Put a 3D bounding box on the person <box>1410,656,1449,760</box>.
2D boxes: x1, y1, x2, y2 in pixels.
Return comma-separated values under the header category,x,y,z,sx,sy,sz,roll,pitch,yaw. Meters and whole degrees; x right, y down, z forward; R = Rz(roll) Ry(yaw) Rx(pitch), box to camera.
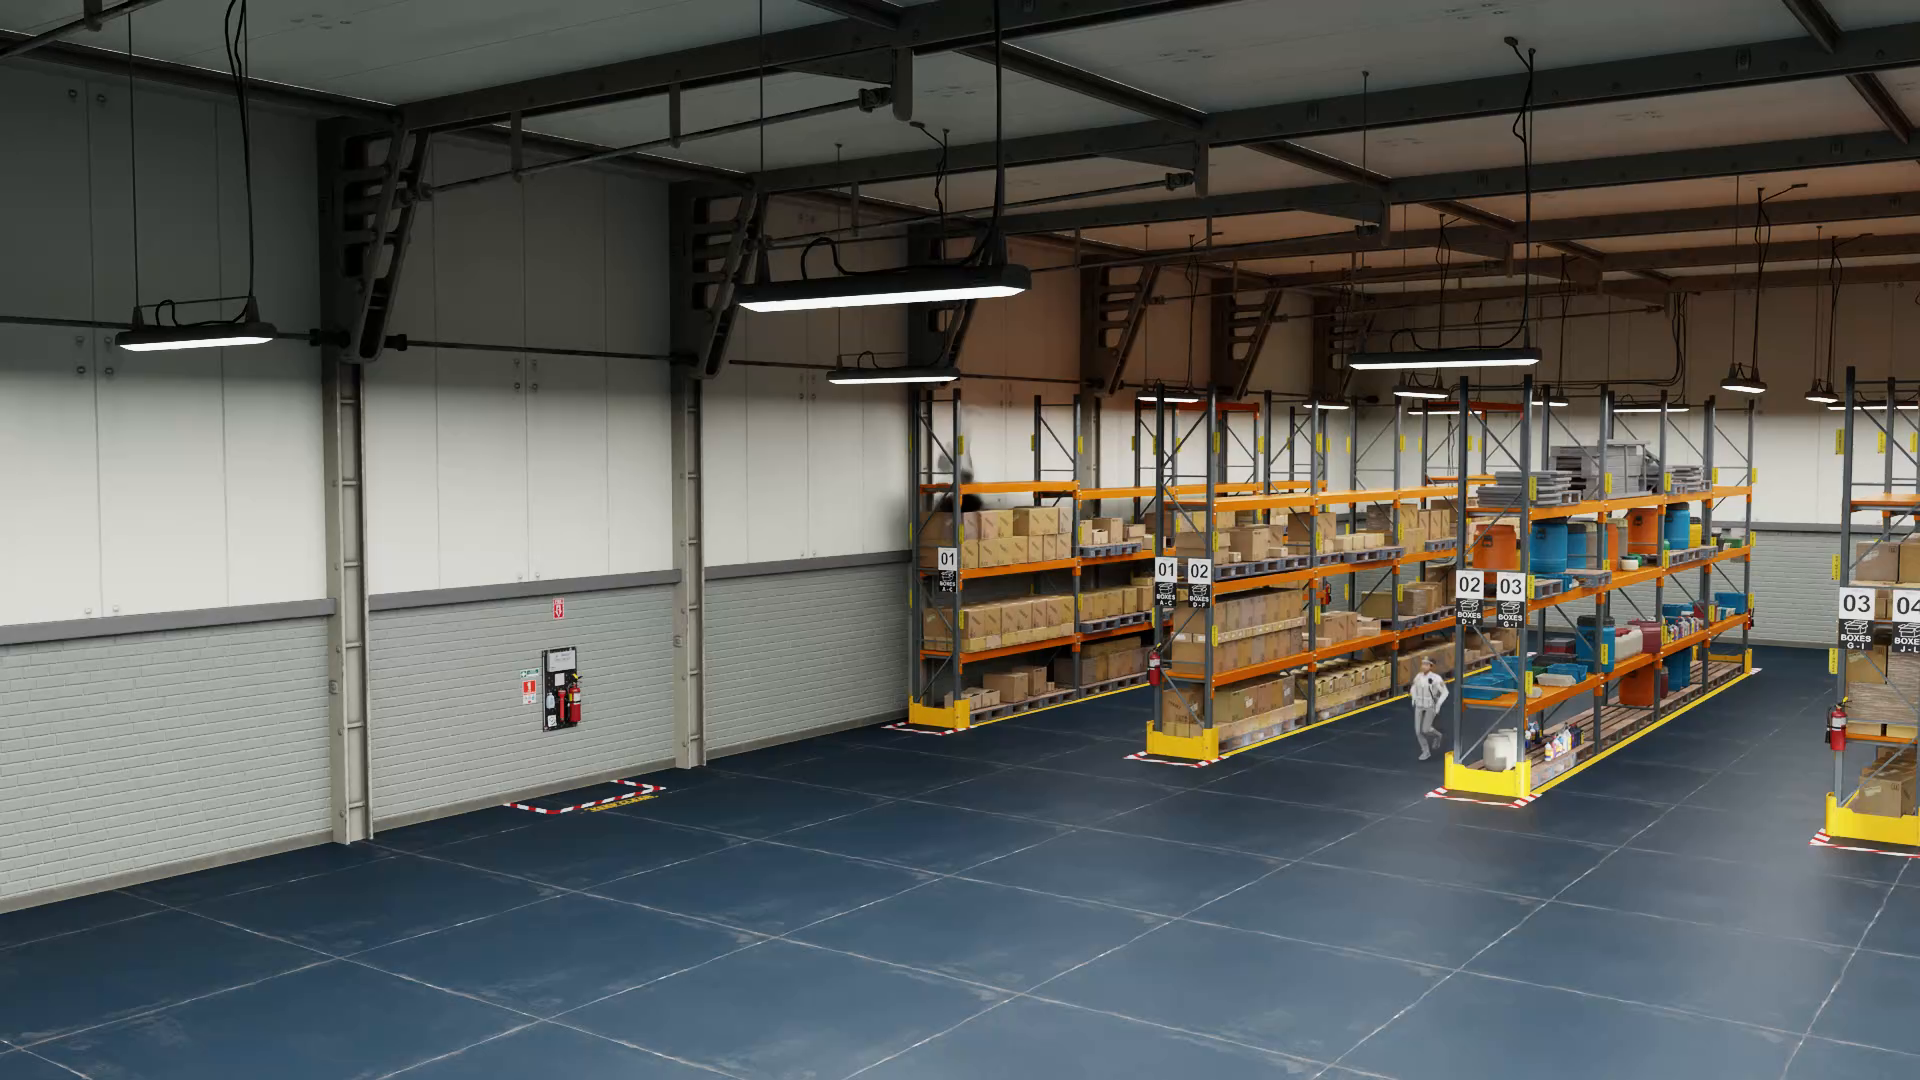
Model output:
category,x,y,z,sx,sy,sz,roll,pitch,yaw
person,7.456,2.674,26.574,0.616,1.655,0.530,3,4,42
